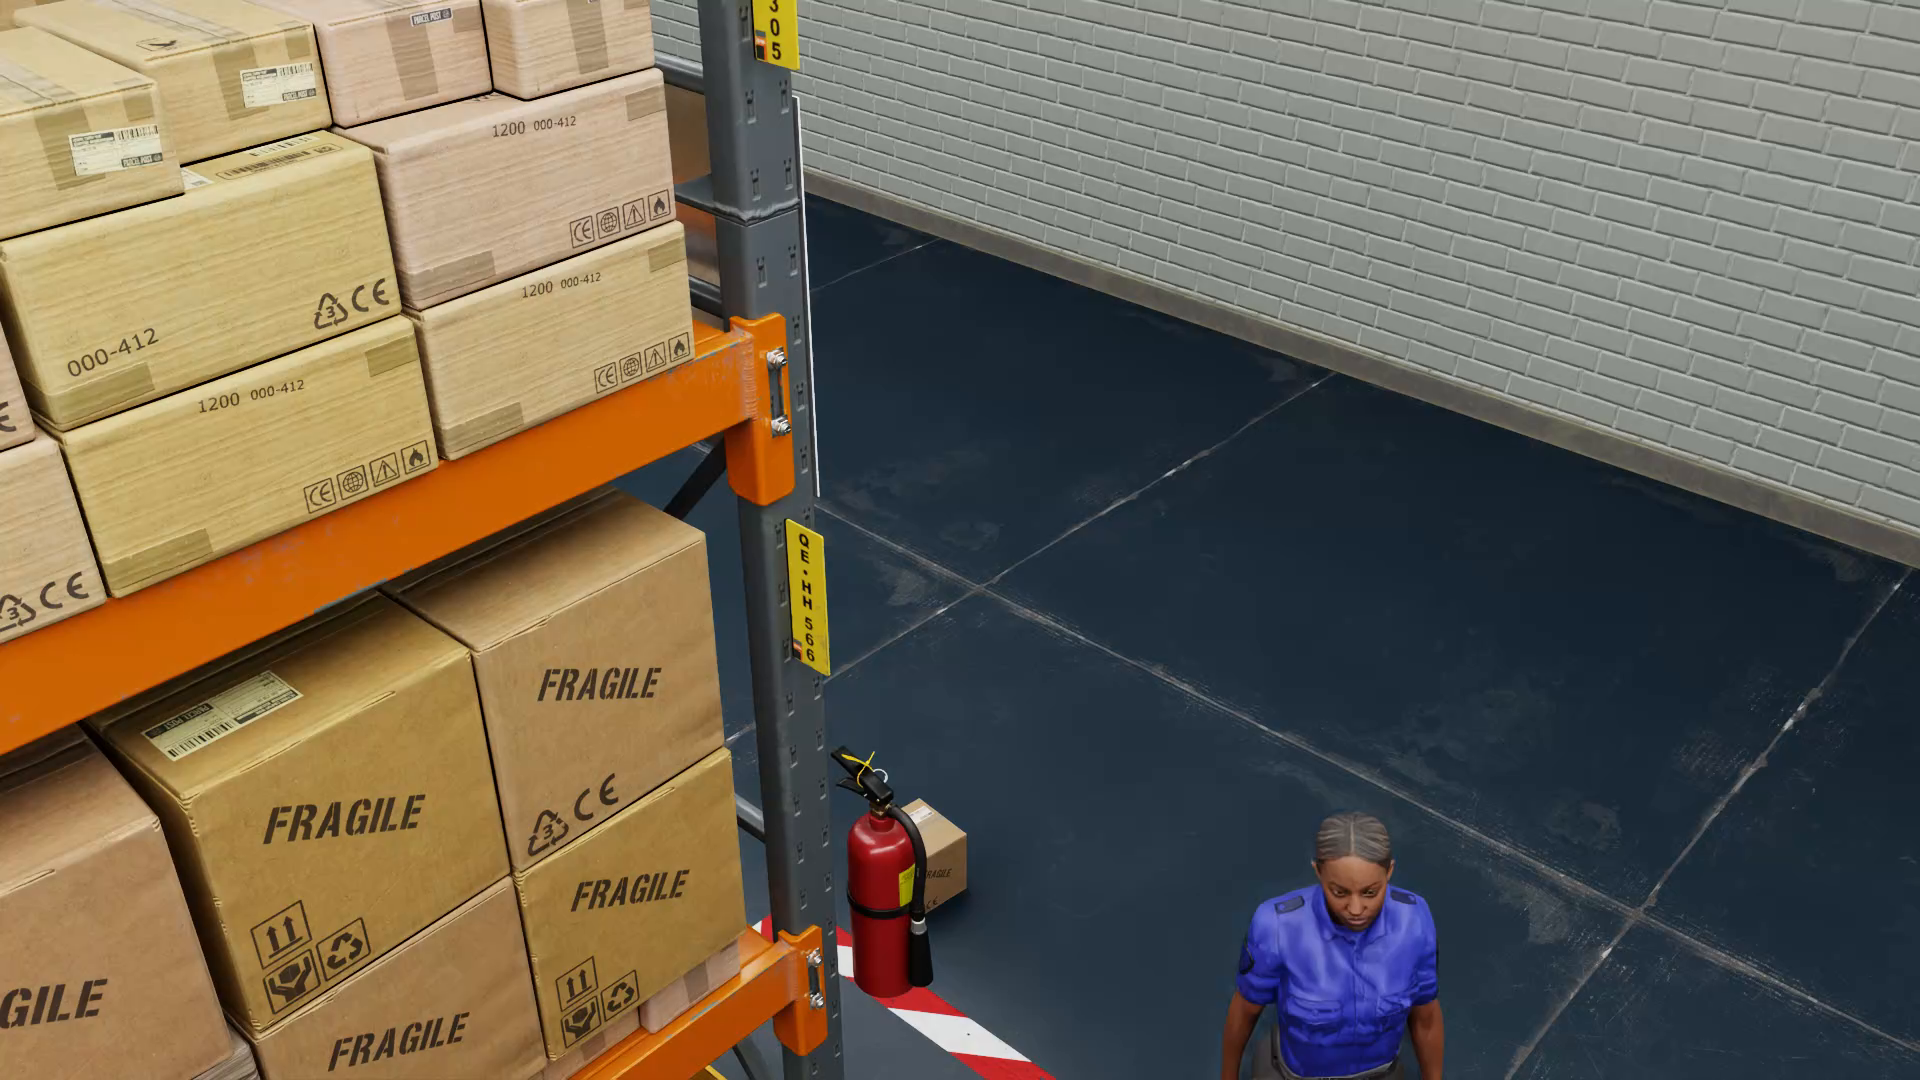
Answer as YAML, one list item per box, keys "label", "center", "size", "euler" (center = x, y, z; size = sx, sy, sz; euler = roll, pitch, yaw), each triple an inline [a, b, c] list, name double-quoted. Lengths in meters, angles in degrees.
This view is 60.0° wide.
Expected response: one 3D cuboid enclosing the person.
- label: "person"
  center: [0.886, 1.338, 3.954]
  size: [0.507, 1.663, 0.470]
  euler: [-6, 32, -10]
